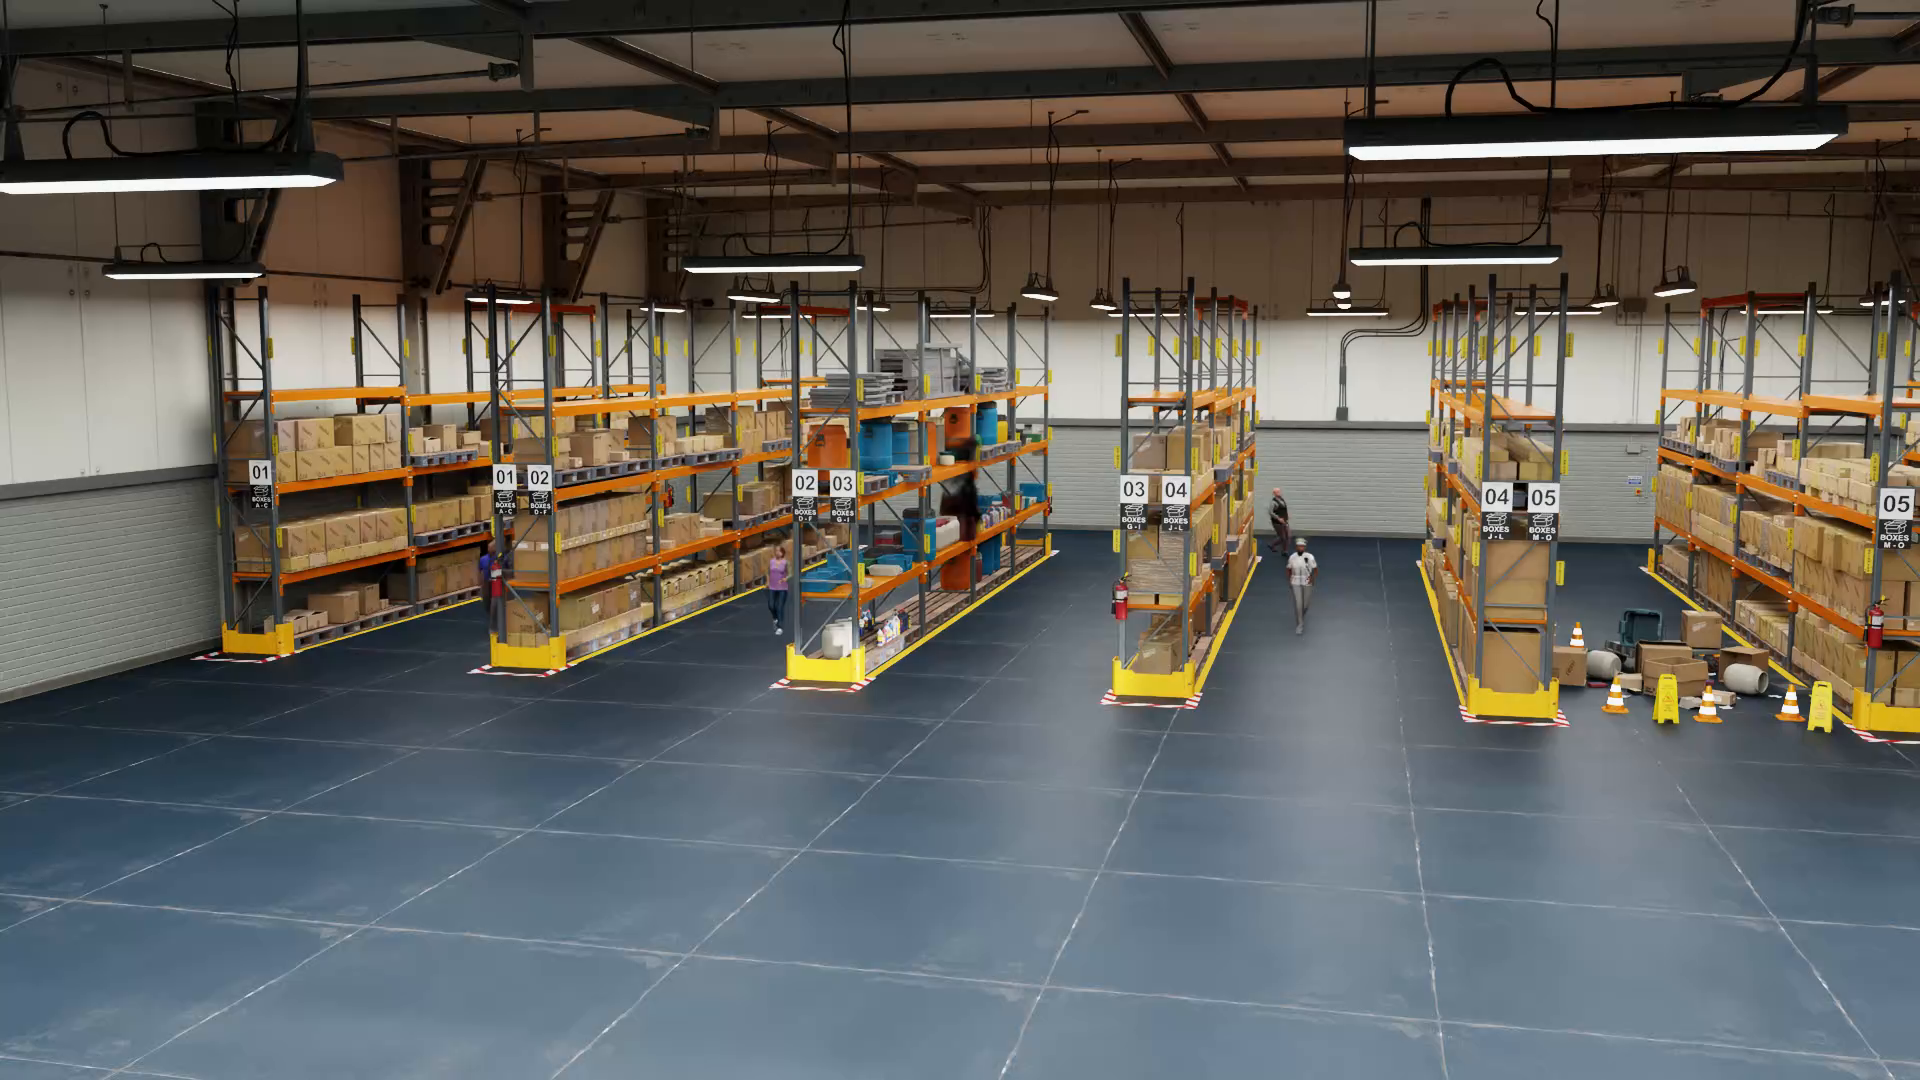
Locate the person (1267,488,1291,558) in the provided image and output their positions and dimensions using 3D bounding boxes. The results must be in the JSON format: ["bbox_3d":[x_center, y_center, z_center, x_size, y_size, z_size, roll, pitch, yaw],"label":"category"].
[{"bbox_3d":[7.661,-0.411,40.016,0.704,1.685,0.631,-6,9,-43],"label":"person"}]

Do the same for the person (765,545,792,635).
[{"bbox_3d":[-3.165,0.871,28.800,0.503,1.552,0.495,1,7,8],"label":"person"}]

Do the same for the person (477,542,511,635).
[{"bbox_3d":[-8.278,0.839,29.535,0.568,1.632,0.864,0,7,2],"label":"person"}]

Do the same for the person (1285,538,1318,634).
[{"bbox_3d":[6.066,0.796,29.549,0.576,1.686,0.593,2,7,15],"label":"person"}]
